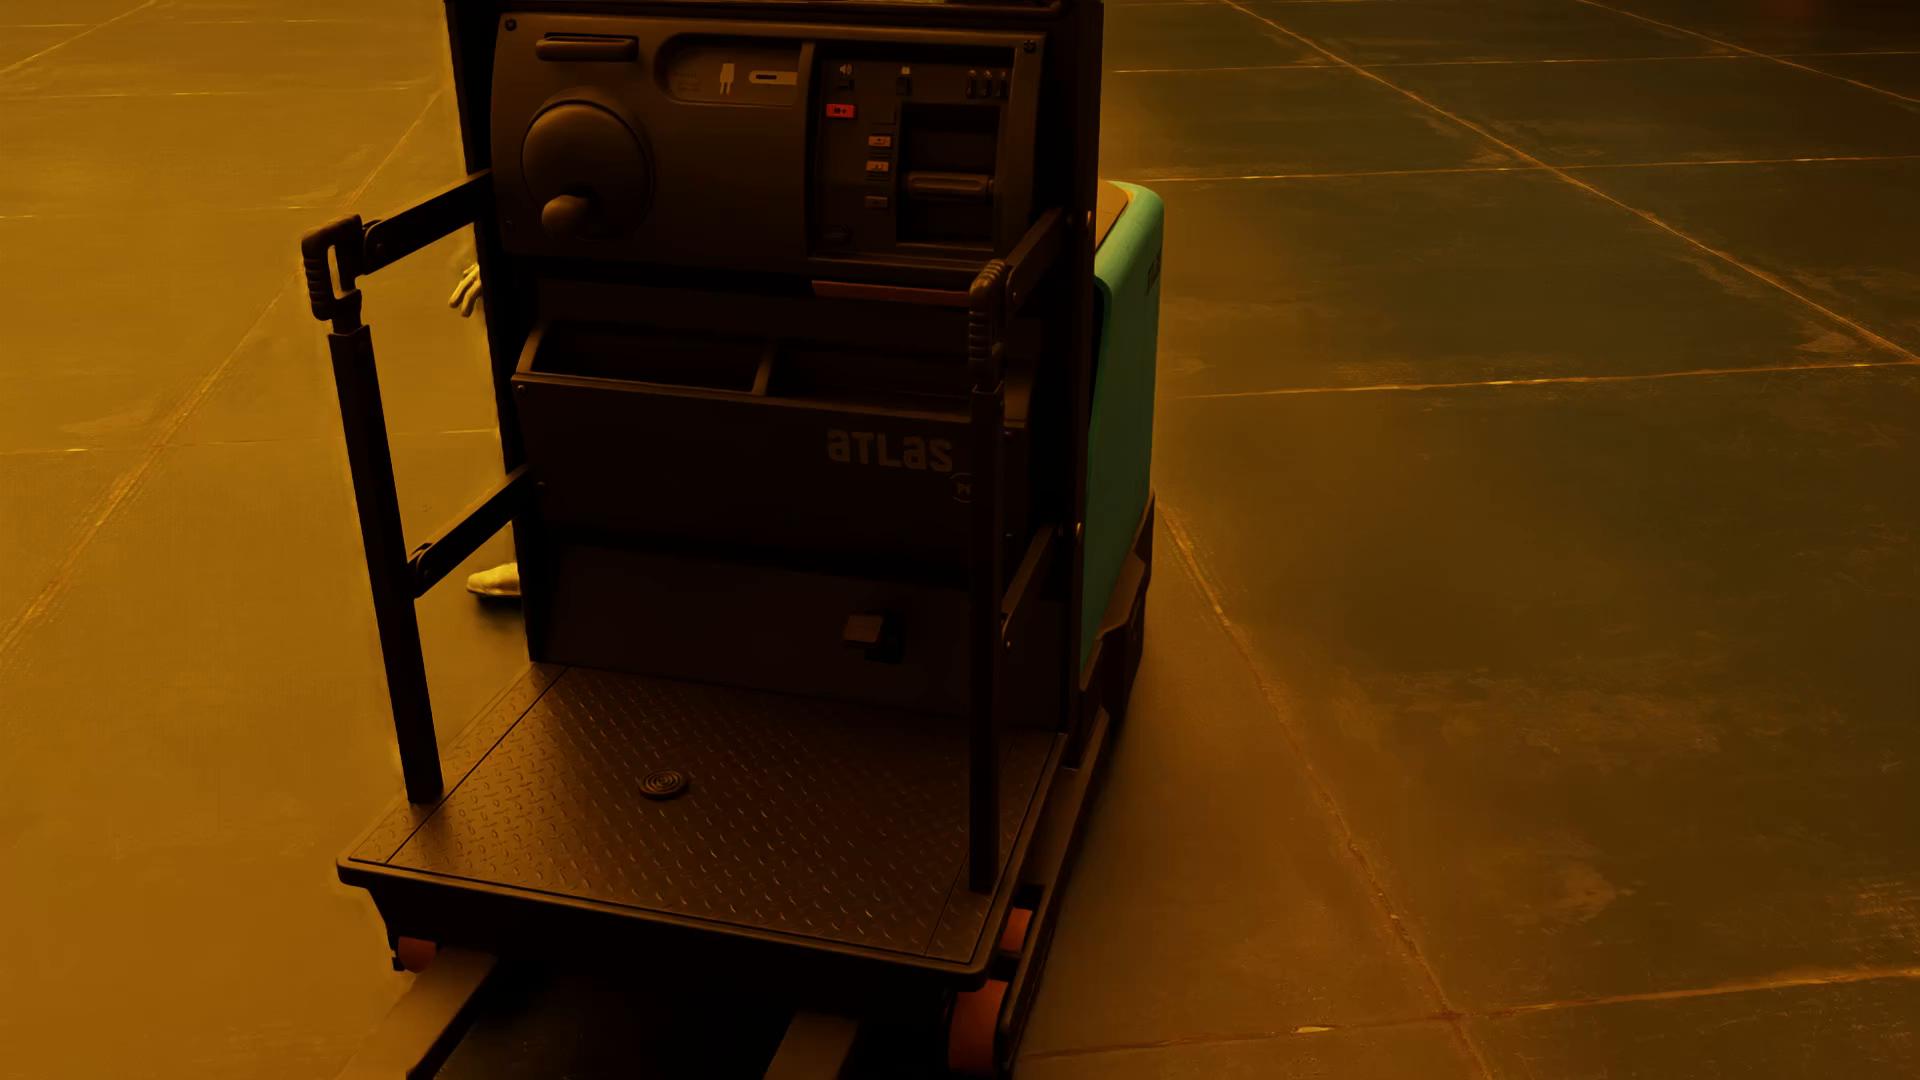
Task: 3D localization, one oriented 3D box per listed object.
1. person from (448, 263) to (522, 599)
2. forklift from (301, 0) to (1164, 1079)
[{"bbox_3d":[-0.838,-0.593,3.887,0.850,1.726,0.807,-17,30,-31],"label":"person"},{"bbox_3d":[-0.376,-0.615,2.506,1.130,2.935,3.031,6,26,13],"label":"forklift"}]
